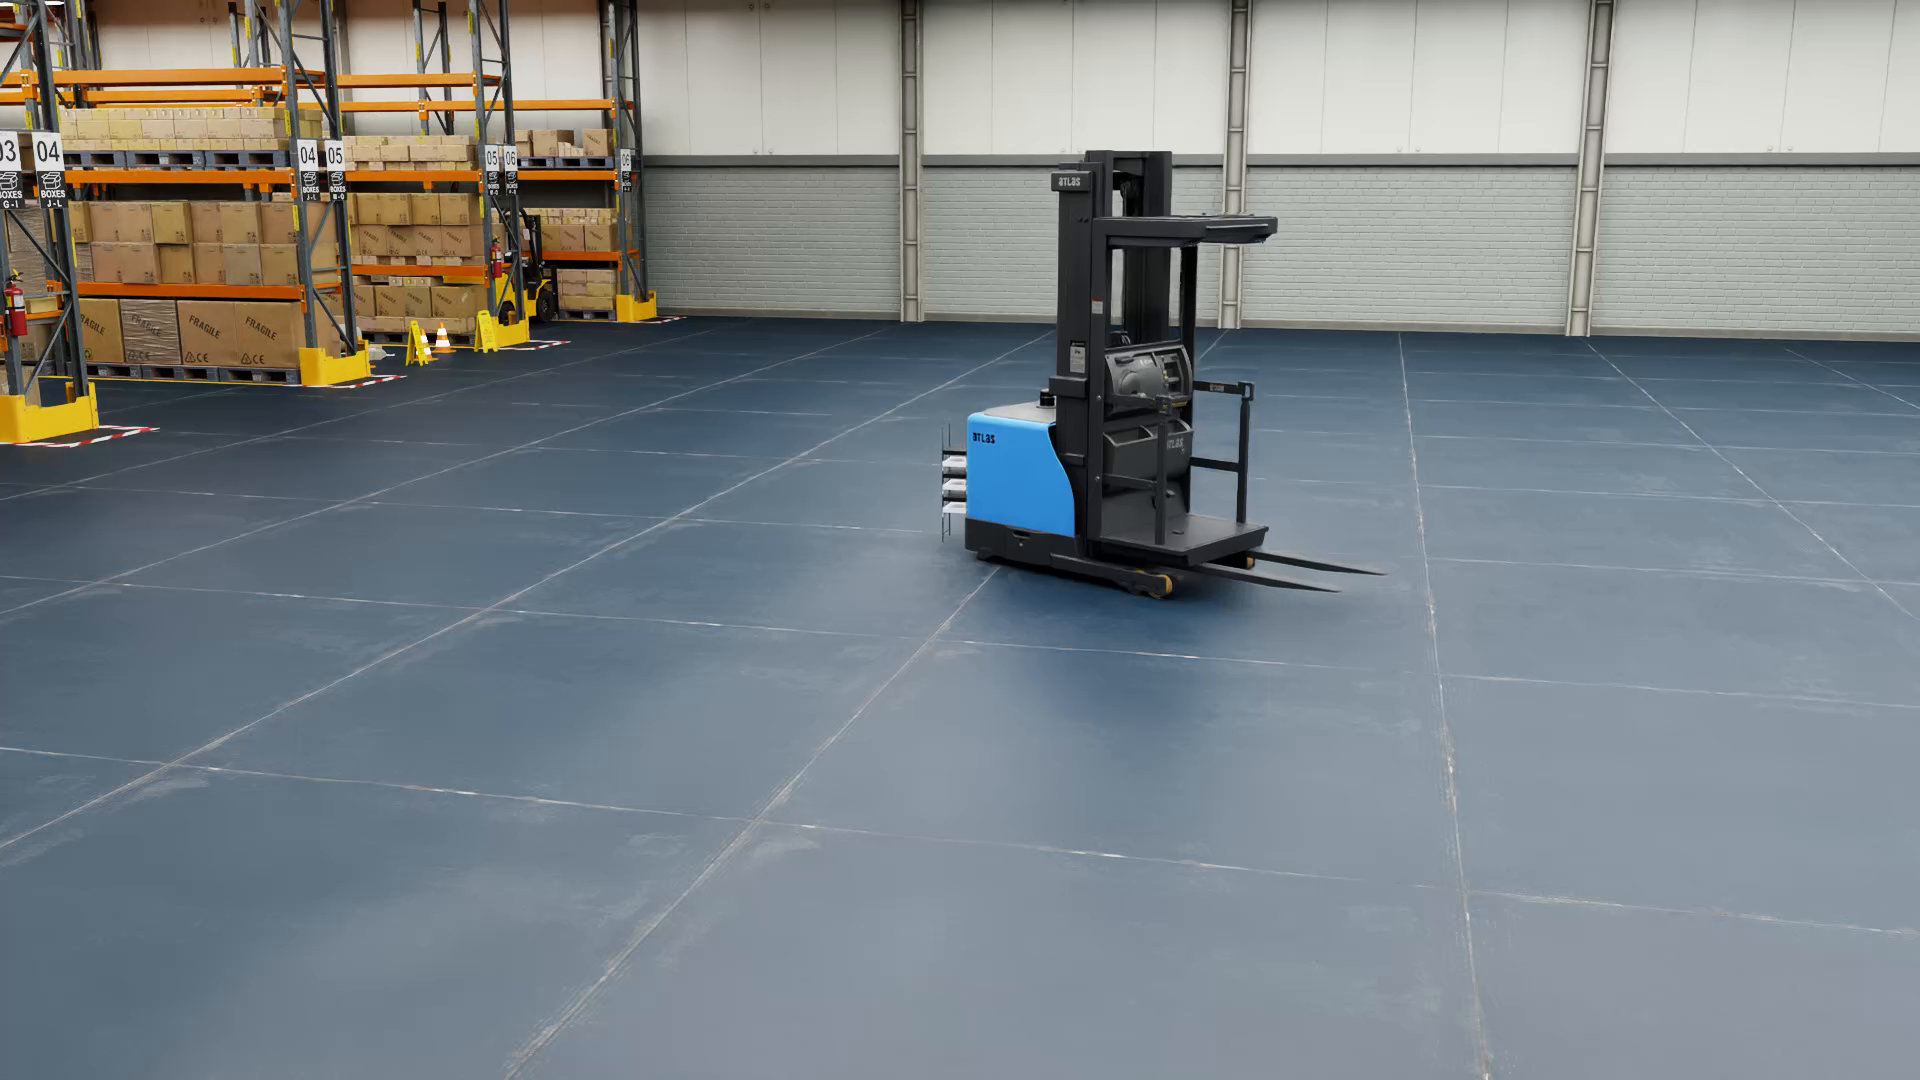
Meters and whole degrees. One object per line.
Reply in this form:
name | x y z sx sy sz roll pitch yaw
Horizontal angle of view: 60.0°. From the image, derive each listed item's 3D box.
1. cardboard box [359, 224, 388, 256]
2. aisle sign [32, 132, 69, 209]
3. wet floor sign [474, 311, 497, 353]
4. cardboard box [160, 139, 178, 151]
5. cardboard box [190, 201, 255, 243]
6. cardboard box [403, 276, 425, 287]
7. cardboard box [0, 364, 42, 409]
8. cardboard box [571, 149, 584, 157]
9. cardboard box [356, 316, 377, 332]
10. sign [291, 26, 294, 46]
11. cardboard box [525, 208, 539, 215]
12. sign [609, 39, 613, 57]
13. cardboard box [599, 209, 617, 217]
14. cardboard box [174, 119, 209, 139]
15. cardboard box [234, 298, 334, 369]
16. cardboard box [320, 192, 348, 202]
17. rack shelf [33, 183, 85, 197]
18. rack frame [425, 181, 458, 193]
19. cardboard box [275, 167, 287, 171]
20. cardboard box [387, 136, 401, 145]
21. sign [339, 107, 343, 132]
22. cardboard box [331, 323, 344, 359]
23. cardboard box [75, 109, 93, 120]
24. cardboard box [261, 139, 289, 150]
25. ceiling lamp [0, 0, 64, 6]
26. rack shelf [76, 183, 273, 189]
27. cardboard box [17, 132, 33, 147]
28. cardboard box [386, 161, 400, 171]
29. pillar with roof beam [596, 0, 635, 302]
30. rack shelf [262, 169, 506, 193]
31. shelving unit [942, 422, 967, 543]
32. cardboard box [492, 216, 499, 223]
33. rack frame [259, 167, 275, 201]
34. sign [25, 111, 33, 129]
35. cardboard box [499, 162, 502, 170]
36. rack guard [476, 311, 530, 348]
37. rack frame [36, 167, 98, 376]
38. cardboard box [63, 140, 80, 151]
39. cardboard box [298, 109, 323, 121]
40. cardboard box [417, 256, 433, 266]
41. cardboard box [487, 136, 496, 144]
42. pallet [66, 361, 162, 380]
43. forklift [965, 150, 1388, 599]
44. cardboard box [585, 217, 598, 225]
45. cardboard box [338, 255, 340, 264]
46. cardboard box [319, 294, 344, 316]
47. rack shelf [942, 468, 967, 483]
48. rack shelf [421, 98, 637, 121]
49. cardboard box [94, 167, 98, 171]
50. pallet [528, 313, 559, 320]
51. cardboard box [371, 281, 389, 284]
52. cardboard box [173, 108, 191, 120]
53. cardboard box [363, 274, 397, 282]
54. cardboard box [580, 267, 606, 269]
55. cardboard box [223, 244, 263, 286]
cardboard box | -9.505 -4.940 27.332 0.500 0.500 0.500 3 13 14
aisle sign | -9.697 -3.937 17.727 0.004 0.787 0.394 3 13 14
wet floor sign | -7.526 -3.308 26.328 0.232 0.644 0.267 8 15 33
cardboard box | -10.427 -5.267 22.176 0.250 0.149 0.380 3 13 14
cardboard box | -9.961 -4.341 22.707 0.550 0.550 0.875 3 13 14
cardboard box | -8.911 -4.243 27.257 0.250 0.149 0.380 3 13 14
cardboard box | -10.431 -1.629 18.126 0.500 0.500 0.500 6 14 24
cardboard box | -7.146 -7.311 31.389 0.250 0.149 0.380 3 13 12
cardboard box | -9.793 -3.623 27.690 0.500 0.250 0.500 3 13 13
sign | -11.190 -8.436 27.818 0.005 0.325 0.100 3 13 14
cardboard box | -8.158 -6.299 31.961 0.250 0.149 0.380 3 13 14
sign | -6.413 -9.046 30.567 0.005 0.325 0.100 3 13 14
cardboard box | -6.667 -6.221 31.608 0.250 0.149 0.380 3 13 14
cardboard box | -10.057 -5.455 22.105 0.500 0.250 0.500 3 13 13
cardboard box | -9.217 -2.835 22.697 0.875 0.875 0.875 3 13 14
cardboard box | -10.472 -5.482 27.467 0.500 0.500 0.700 3 13 14
rack shelf | -14.368 -5.071 23.573 4.000 0.370 1.077 3 13 14
rack frame | -10.152 -5.944 32.773 0.127 3.000 1.000 3 13 14
cardboard box | -11.092 -6.173 27.461 0.250 0.149 0.380 3 13 13
cardboard box | -9.064 -6.467 26.944 0.250 0.149 0.380 3 13 12
sign | -8.404 -5.692 22.513 0.005 0.325 0.100 3 13 14
cardboard box | -9.766 -3.032 25.413 0.637 0.503 0.797 -6 14 -25
cardboard box | -11.660 -5.722 22.386 0.250 0.149 0.380 3 13 13
cardboard box | -8.946 -5.188 21.819 0.250 0.149 0.380 3 13 13
ceiling lamp | -17.632 -11.632 31.083 2.000 3.185 0.800 3 13 14
rack shelf | -15.978 -7.368 33.929 4.000 0.370 1.077 3 13 14
cardboard box | -10.041 -4.257 17.670 0.250 0.149 0.380 3 13 13
cardboard box | -9.105 -6.066 26.978 0.250 0.149 0.380 3 13 12
pillar with roof beam | -7.760 -7.985 28.124 0.400 9.000 9.100 3 13 14
rack shelf | -9.396 -5.909 27.352 4.000 0.370 1.077 3 13 14
shelving unit | -0.008 -0.440 12.812 0.210 0.900 0.258 3 13 14
cardboard box | -8.918 -6.174 32.083 0.250 0.149 0.380 3 13 13
rack frame | -11.338 -4.900 28.067 0.127 3.000 1.000 3 13 14
sign | -12.546 -5.609 22.420 0.005 0.325 0.100 3 13 14
cardboard box | -7.699 -6.119 27.219 0.250 0.149 0.380 3 13 14
rack guard | -7.528 -3.476 27.420 0.348 0.500 1.175 3 13 14
rack frame | -12.426 -3.854 23.352 0.127 3.000 1.000 3 13 14
cardboard box | -11.902 -5.346 22.532 0.250 0.149 0.380 3 13 14
cardboard box | -8.790 -5.715 22.355 0.250 0.149 0.380 3 13 14
cardboard box | -8.642 -4.559 27.109 0.250 0.149 0.380 3 13 15
cardboard box | -7.751 -6.485 27.024 0.250 0.149 0.380 3 13 13
pallet | -11.706 -2.436 23.402 1.213 0.211 1.003 3 13 14
forklift | 1.467 -1.165 11.390 3.031 2.935 1.130 11 17 41
cardboard box | -6.928 -6.068 31.603 0.250 0.149 0.380 3 13 14
cardboard box | -10.088 -4.656 27.550 0.250 0.149 0.380 3 13 13
cardboard box | -10.307 -4.016 27.730 0.500 0.500 0.500 4 13 16
rack shelf | -0.008 -0.495 12.800 0.200 0.077 0.258 3 13 14
rack shelf | -8.211 -8.222 31.776 4.000 0.370 1.077 3 13 14
cardboard box | -14.709 -6.441 28.398 0.258 0.266 0.396 3 13 14
pallet | -8.202 -4.470 32.566 1.213 0.211 1.003 3 13 14
cardboard box | -9.709 -4.102 28.119 0.500 0.500 0.500 4 13 17
cardboard box | -10.185 -5.643 22.031 0.250 0.149 0.380 3 13 13
cardboard box | -11.413 -5.056 33.285 0.625 0.625 0.875 3 13 13
cardboard box | -7.176 -5.177 32.386 0.500 0.250 0.500 3 13 14
cardboard box | -9.453 -3.753 22.552 0.550 0.550 0.875 3 13 14
